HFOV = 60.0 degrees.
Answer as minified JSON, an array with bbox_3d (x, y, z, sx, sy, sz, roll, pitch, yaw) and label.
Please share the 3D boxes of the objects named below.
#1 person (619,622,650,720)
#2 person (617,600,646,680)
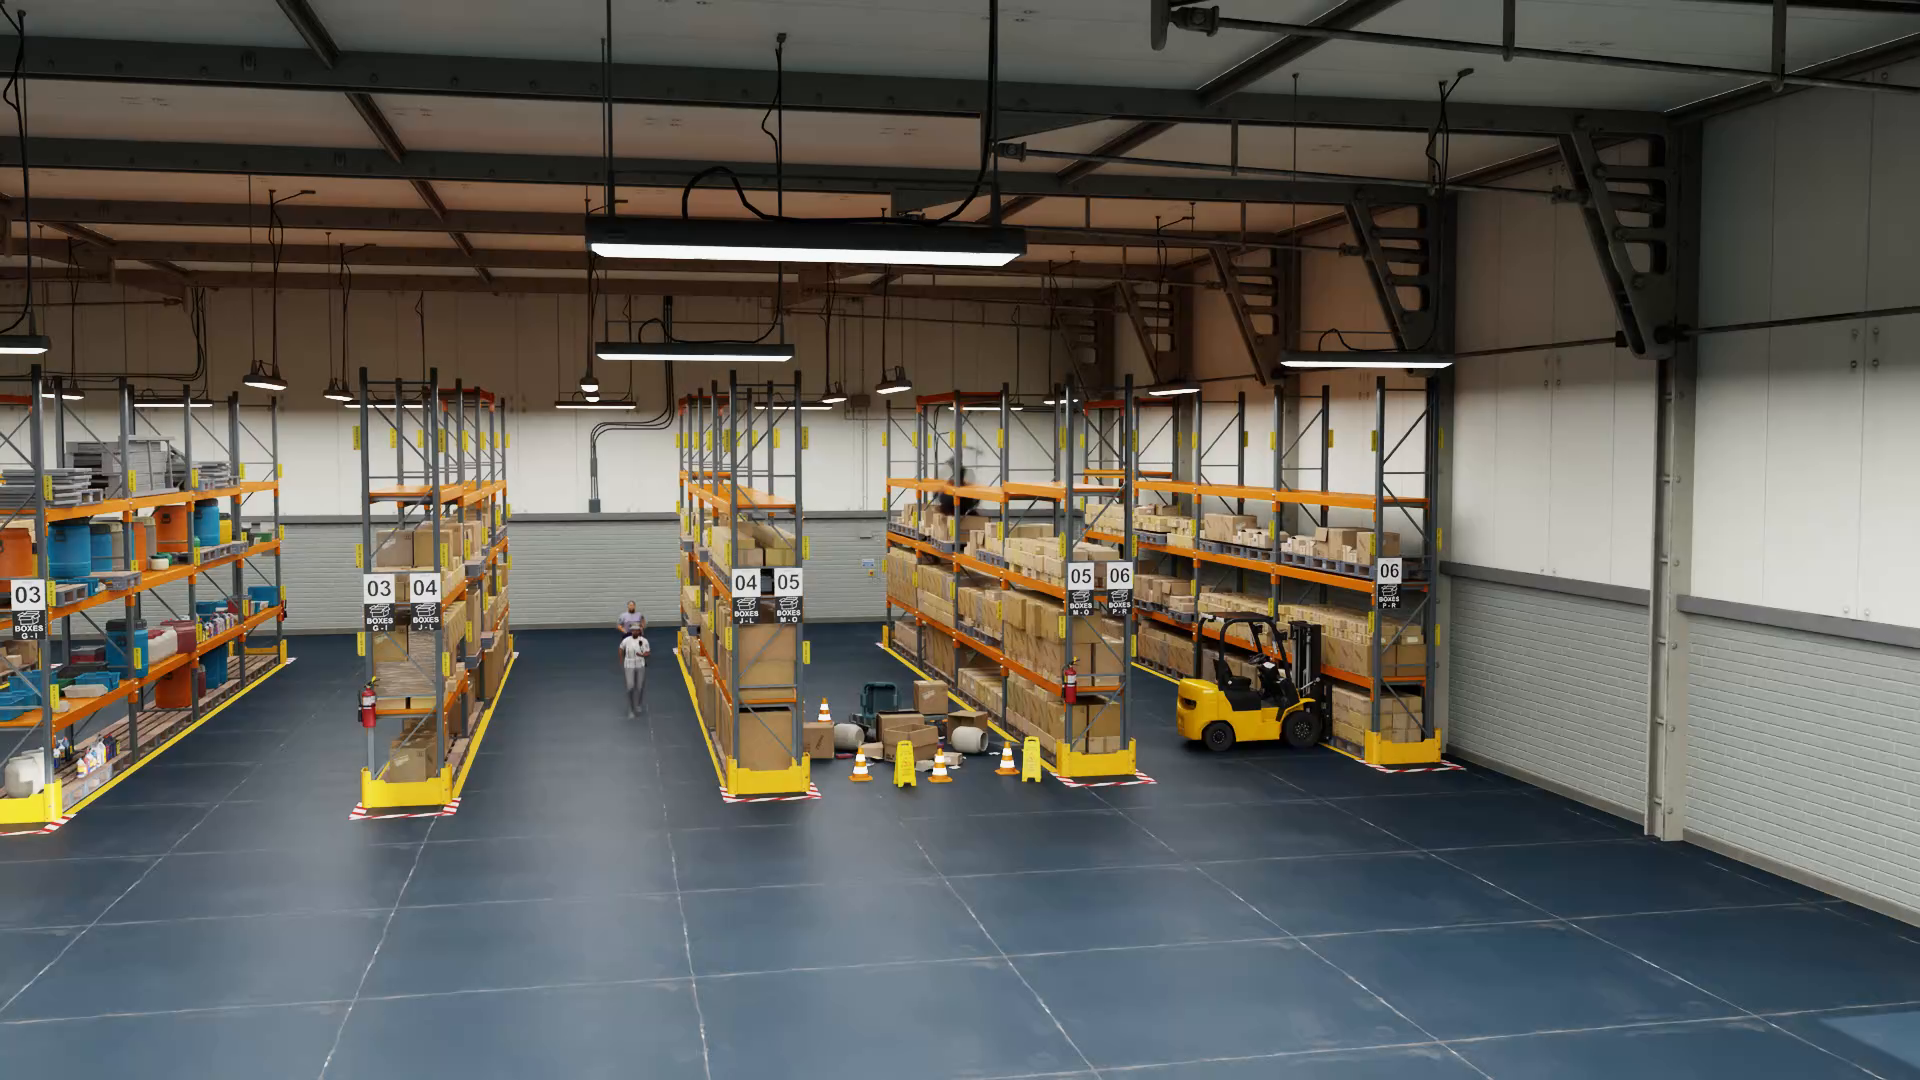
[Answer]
[{"bbox_3d":[-5.901,2.360,30.191,0.549,1.757,0.752,-1,4,-15],"label":"person"},{"bbox_3d":[-6.946,2.104,35.220,0.607,1.628,0.849,-1,4,-17],"label":"person"}]
